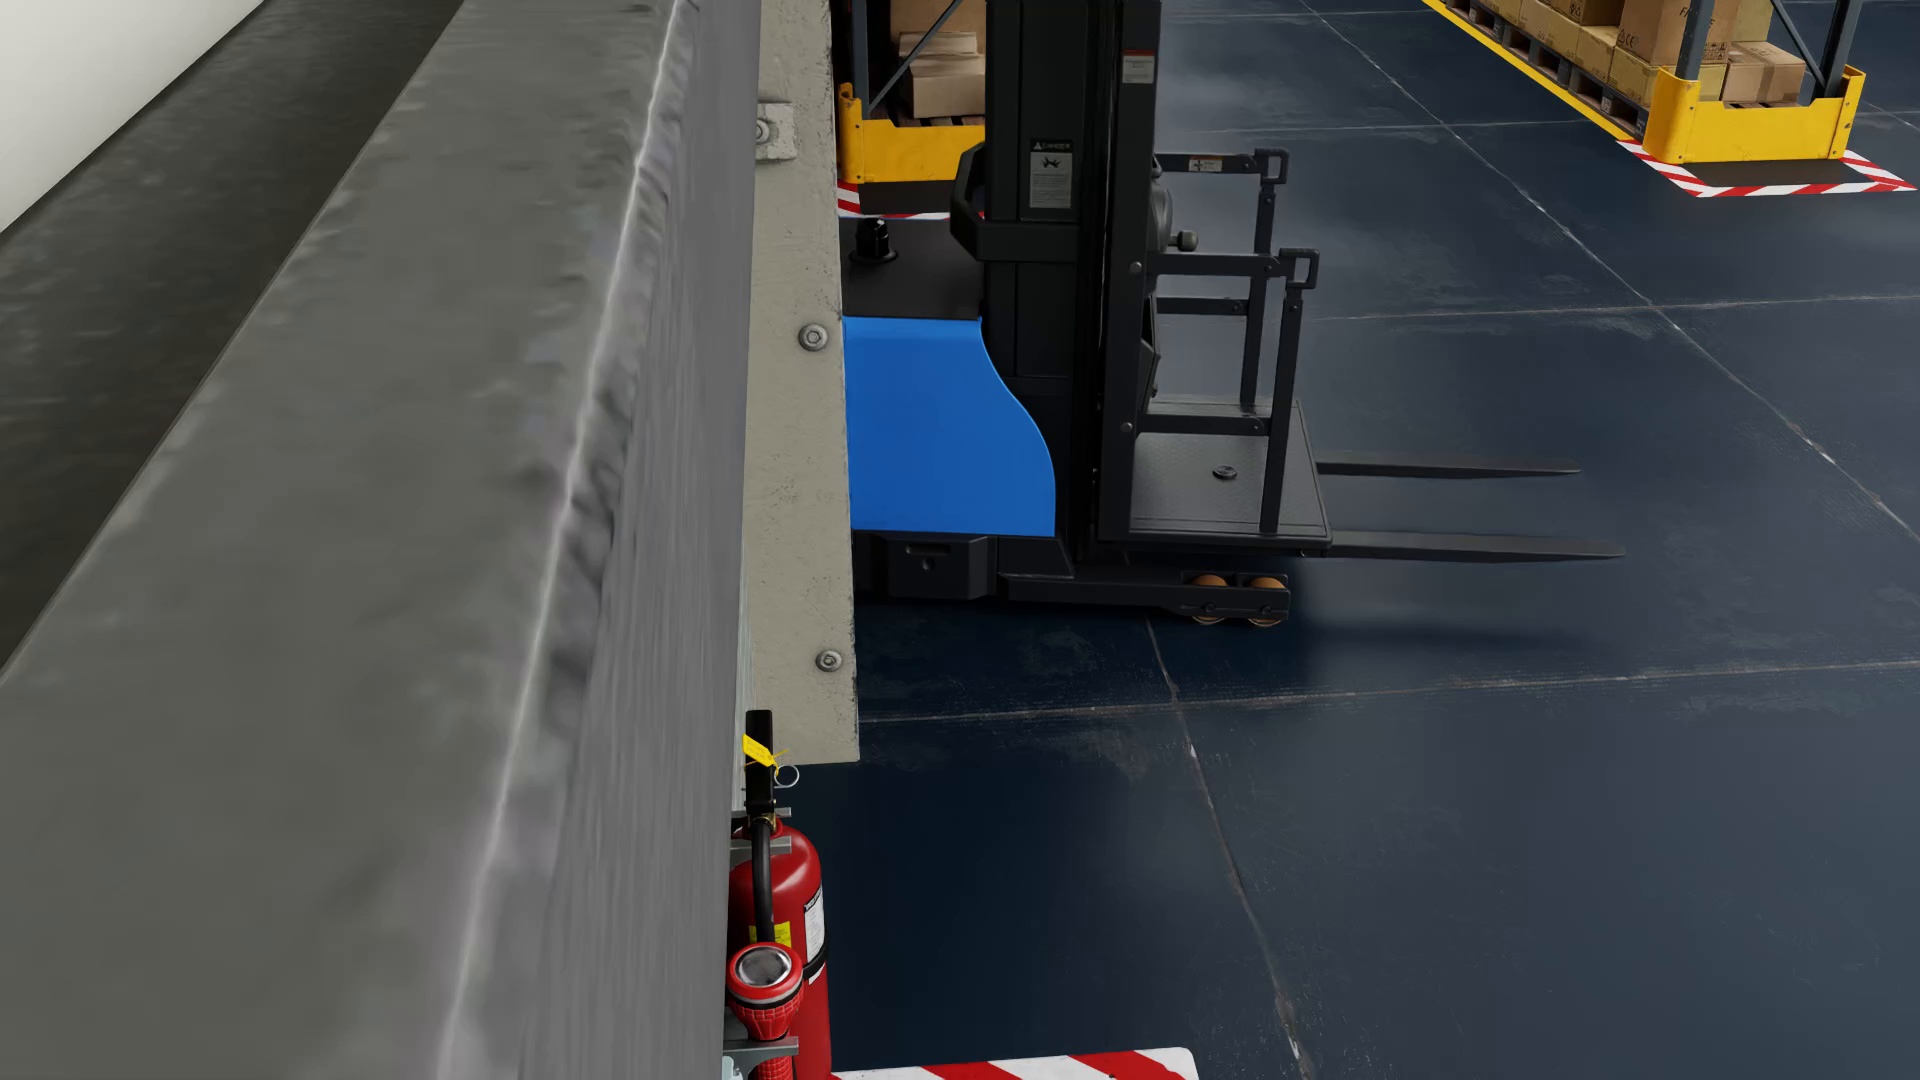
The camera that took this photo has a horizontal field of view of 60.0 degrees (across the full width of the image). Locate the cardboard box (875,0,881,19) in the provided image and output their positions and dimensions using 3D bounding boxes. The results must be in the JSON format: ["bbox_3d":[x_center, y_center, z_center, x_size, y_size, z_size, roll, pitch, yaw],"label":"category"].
[{"bbox_3d":[-0.352,-4.080,12.164,0.500,0.500,0.500,-5,31,-8],"label":"cardboard box"}]

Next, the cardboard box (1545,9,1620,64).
[{"bbox_3d":[4.365,-3.459,11.387,0.500,0.250,0.500,-3,31,-5],"label":"cardboard box"}]

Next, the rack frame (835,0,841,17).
[{"bbox_3d":[-0.489,-5.492,12.520,1.000,3.000,0.127,-3,31,-5],"label":"rack frame"}]

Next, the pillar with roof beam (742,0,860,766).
[{"bbox_3d":[3.805,-3.484,3.308,9.100,9.000,0.400,-3,31,-5],"label":"pillar with roof beam"}]

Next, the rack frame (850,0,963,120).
[{"bbox_3d":[-0.115,-3.450,9.101,1.000,3.000,0.127,-3,31,-5],"label":"rack frame"}]

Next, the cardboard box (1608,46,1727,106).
[{"bbox_3d":[4.473,-2.949,10.533,0.500,0.250,0.500,-3,31,-5],"label":"cardboard box"}]

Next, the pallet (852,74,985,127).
[{"bbox_3d":[-0.163,-2.708,10.578,1.003,0.211,1.213,-3,31,-5],"label":"pallet"}]

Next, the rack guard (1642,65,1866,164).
[{"bbox_3d":[4.819,-2.604,10.122,1.175,0.500,0.348,-3,31,-5],"label":"rack guard"}]

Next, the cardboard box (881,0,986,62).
[{"bbox_3d":[-0.162,-3.591,11.346,0.700,0.500,0.500,-5,31,-8],"label":"cardboard box"}]

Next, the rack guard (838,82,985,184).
[{"bbox_3d":[-0.122,-2.416,9.807,1.175,0.500,0.348,-3,31,-5],"label":"rack guard"}]

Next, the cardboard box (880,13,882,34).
[{"bbox_3d":[-0.359,-3.640,11.769,0.380,0.149,0.250,-5,31,-9],"label":"cardboard box"}]

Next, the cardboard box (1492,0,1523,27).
[{"bbox_3d":[4.268,-3.969,12.241,0.500,0.250,0.500,-3,31,-5],"label":"cardboard box"}]

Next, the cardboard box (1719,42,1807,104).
[{"bbox_3d":[4.988,-2.973,10.575,0.500,0.250,0.500,-3,31,-5],"label":"cardboard box"}]

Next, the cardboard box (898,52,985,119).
[{"bbox_3d":[-0.090,-2.842,10.276,0.500,0.311,0.500,-6,31,-10],"label":"cardboard box"}]

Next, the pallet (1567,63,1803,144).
[{"bbox_3d":[4.704,-2.881,10.866,1.003,0.211,1.213,-3,31,-5],"label":"pallet"}]

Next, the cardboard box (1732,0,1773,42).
[{"bbox_3d":[4.940,-3.551,10.810,0.500,0.500,0.500,-3,31,-5],"label":"cardboard box"}]

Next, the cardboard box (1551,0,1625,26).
[{"bbox_3d":[4.362,-3.780,11.194,0.500,0.500,0.500,-3,31,-5],"label":"cardboard box"}]

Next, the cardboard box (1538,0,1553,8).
[{"bbox_3d":[4.317,-4.036,11.622,0.500,0.500,0.500,-3,31,-5],"label":"cardboard box"}]

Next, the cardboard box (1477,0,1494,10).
[{"bbox_3d":[4.226,-4.224,12.669,0.500,0.250,0.500,-3,31,-5],"label":"cardboard box"}]

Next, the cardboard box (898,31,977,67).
[{"bbox_3d":[-0.143,-3.133,10.763,0.500,0.311,0.500,0,31,0],"label":"cardboard box"}]

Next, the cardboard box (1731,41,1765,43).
[{"bbox_3d":[4.938,-3.229,11.002,0.500,0.250,0.500,-3,31,-5],"label":"cardboard box"}]

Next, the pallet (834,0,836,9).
[{"bbox_3d":[-0.563,-4.692,13.900,1.003,0.211,1.213,-3,31,-5],"label":"pallet"}]

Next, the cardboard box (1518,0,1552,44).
[{"bbox_3d":[4.320,-3.714,11.814,0.500,0.250,0.500,-3,31,-5],"label":"cardboard box"}]

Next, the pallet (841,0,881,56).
[{"bbox_3d":[-0.391,-3.954,12.663,1.003,0.211,1.213,-3,31,-5],"label":"pallet"}]

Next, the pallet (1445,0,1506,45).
[{"bbox_3d":[4.476,-4.126,12.952,1.003,0.211,1.213,-3,31,-5],"label":"pallet"}]

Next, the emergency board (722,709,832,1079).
[{"bbox_3d":[-0.288,0.561,2.386,0.194,1.169,0.643,-3,31,-5],"label":"emergency board"}]

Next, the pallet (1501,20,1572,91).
[{"bbox_3d":[4.593,-3.502,11.907,1.003,0.211,1.213,-3,31,-5],"label":"pallet"}]

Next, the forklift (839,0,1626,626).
[{"bbox_3d":[0.812,-1.245,5.476,3.031,2.935,1.130,2,31,4],"label":"forklift"}]

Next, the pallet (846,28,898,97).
[{"bbox_3d":[-0.274,-3.329,11.618,1.003,0.211,1.213,-3,31,-5],"label":"pallet"}]

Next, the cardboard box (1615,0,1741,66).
[{"bbox_3d":[4.470,-3.270,10.341,0.500,0.500,0.500,-3,31,-5],"label":"cardboard box"}]

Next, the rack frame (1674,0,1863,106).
[{"bbox_3d":[4.817,-3.689,9.501,1.000,3.000,0.127,-3,31,-5],"label":"rack frame"}]

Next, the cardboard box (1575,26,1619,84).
[{"bbox_3d":[4.414,-3.203,10.960,0.500,0.250,0.500,-3,31,-5],"label":"cardboard box"}]

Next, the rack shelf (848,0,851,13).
[{"bbox_3d":[-0.302,-4.162,10.995,1.077,0.370,4.000,-3,31,-5],"label":"rack shelf"}]

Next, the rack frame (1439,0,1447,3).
[{"bbox_3d":[4.443,-5.731,12.920,1.000,3.000,0.127,-3,31,-5],"label":"rack frame"}]
